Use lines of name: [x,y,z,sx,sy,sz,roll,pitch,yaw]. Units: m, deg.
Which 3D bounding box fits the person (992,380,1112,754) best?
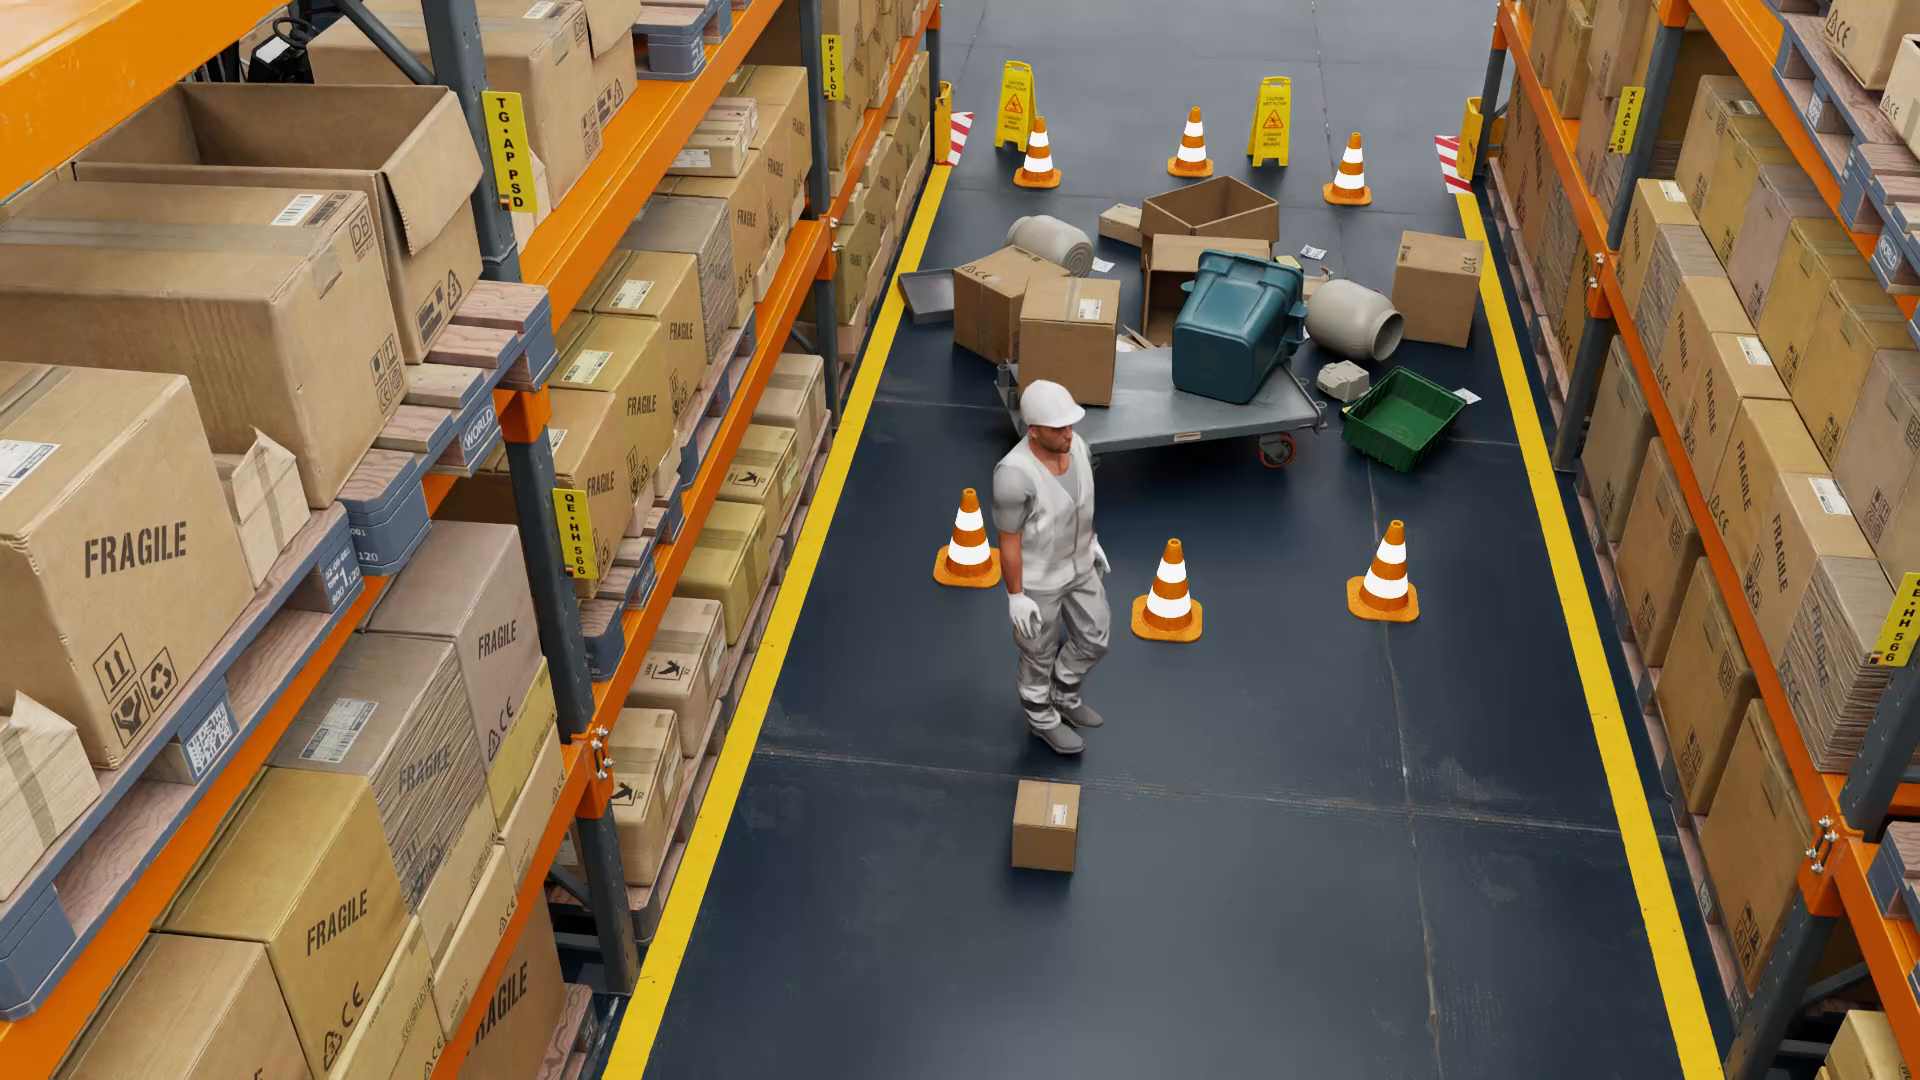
person: [0.392,0.152,6.816,0.399,1.816,0.567,30,46,35]
